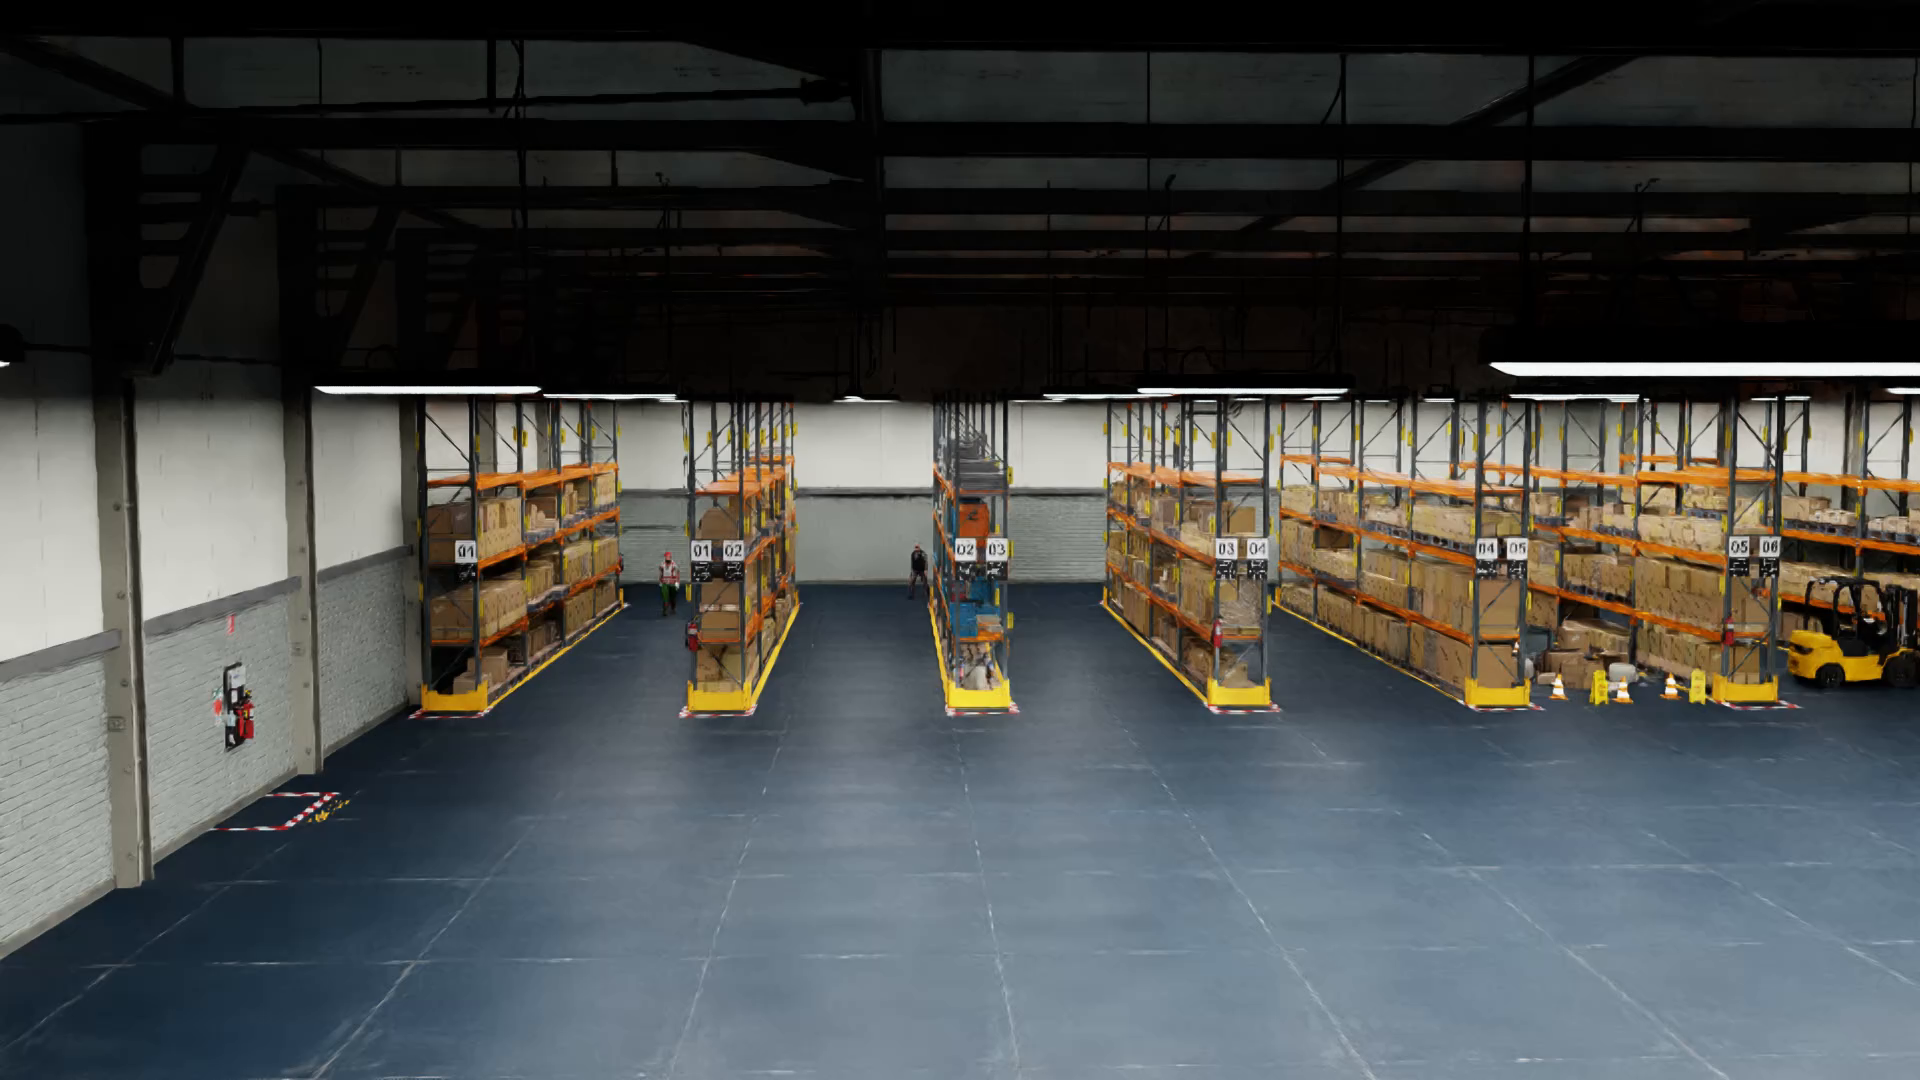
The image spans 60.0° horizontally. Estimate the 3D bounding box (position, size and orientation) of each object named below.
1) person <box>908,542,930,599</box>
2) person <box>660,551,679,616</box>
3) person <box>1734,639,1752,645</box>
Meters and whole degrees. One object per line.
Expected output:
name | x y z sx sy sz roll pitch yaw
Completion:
person | -1.198 0.885 49.198 0.572 1.669 0.950 2 5 18
person | -7.909 1.168 45.230 0.567 1.736 1.044 0 5 -3
person | 16.711 1.922 35.455 0.442 1.792 0.606 -3 6 -33
